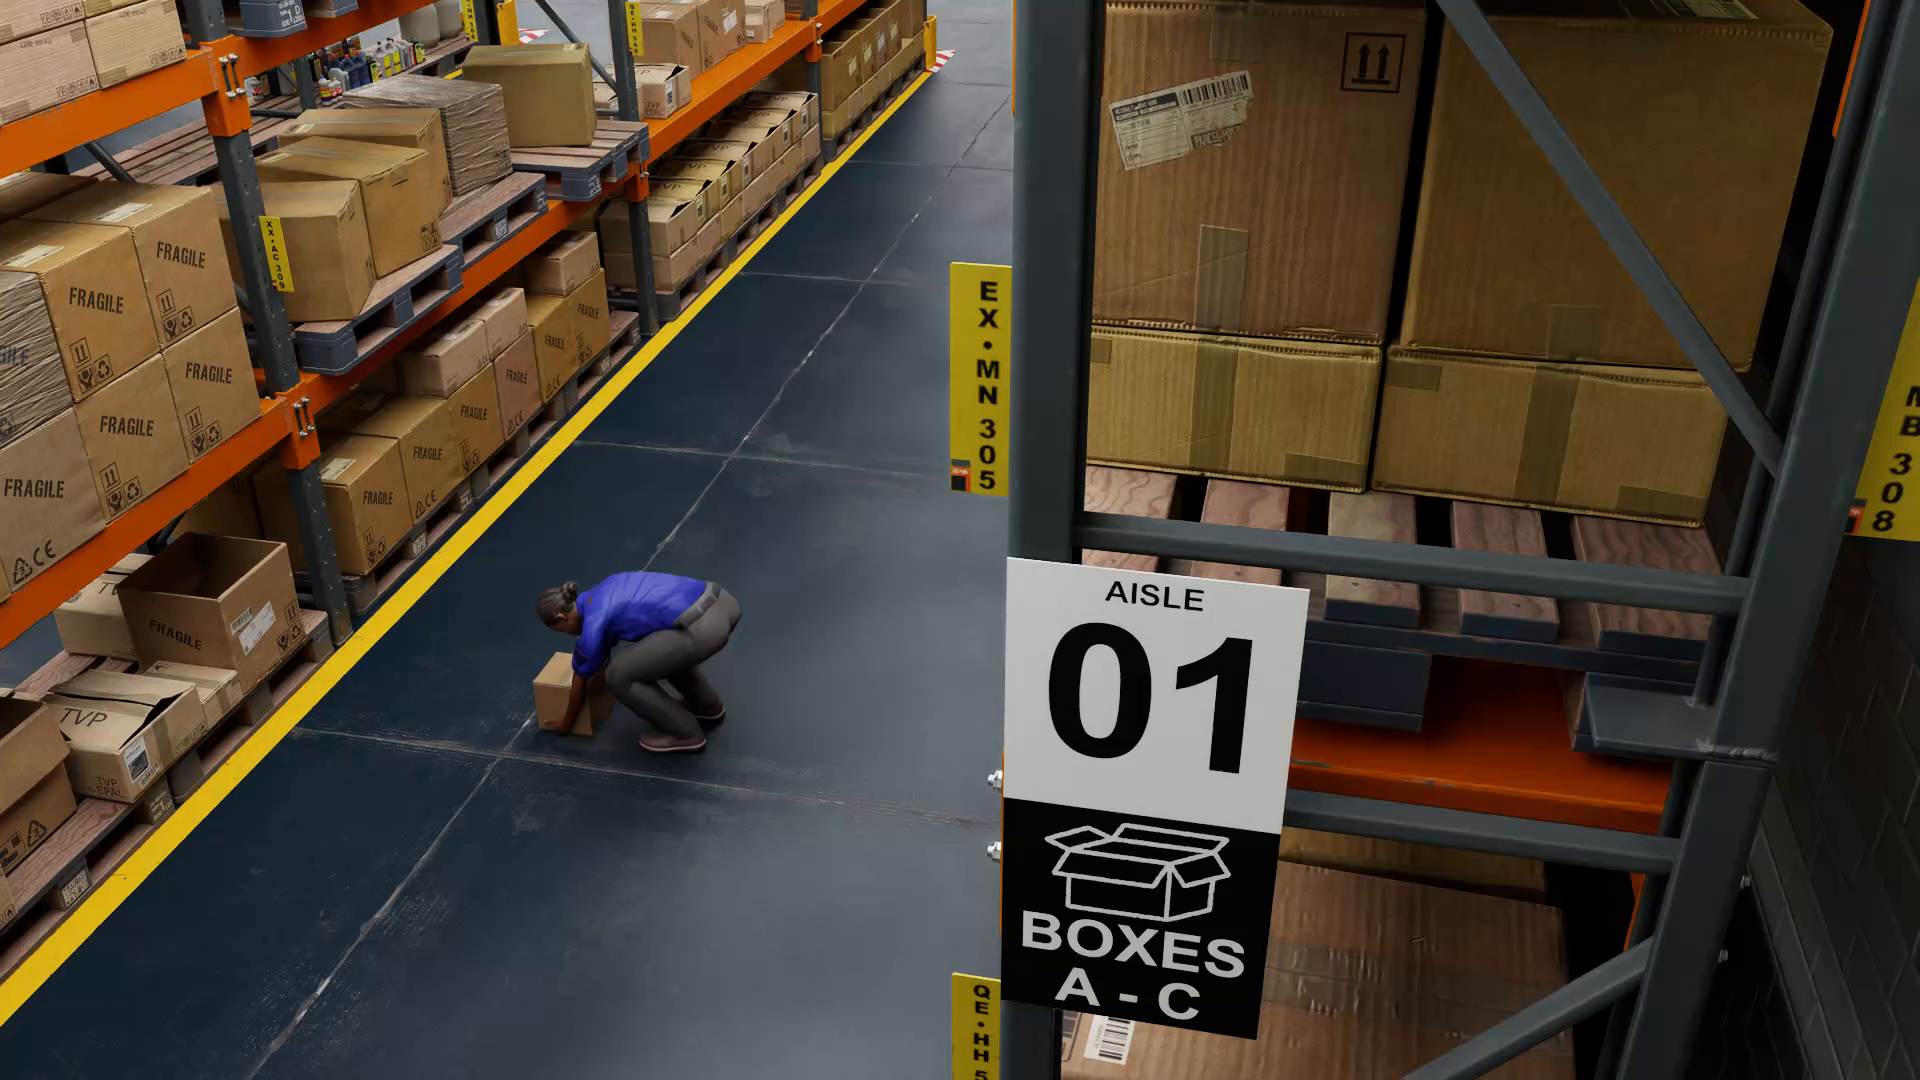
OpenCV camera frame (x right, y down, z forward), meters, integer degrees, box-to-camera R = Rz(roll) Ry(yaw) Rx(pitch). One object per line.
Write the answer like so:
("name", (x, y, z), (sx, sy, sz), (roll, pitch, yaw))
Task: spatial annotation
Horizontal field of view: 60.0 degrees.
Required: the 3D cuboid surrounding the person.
("person", (-1.200, 0.117, 6.914), (0.346, 1.661, 0.490), (5, 29, 9))
